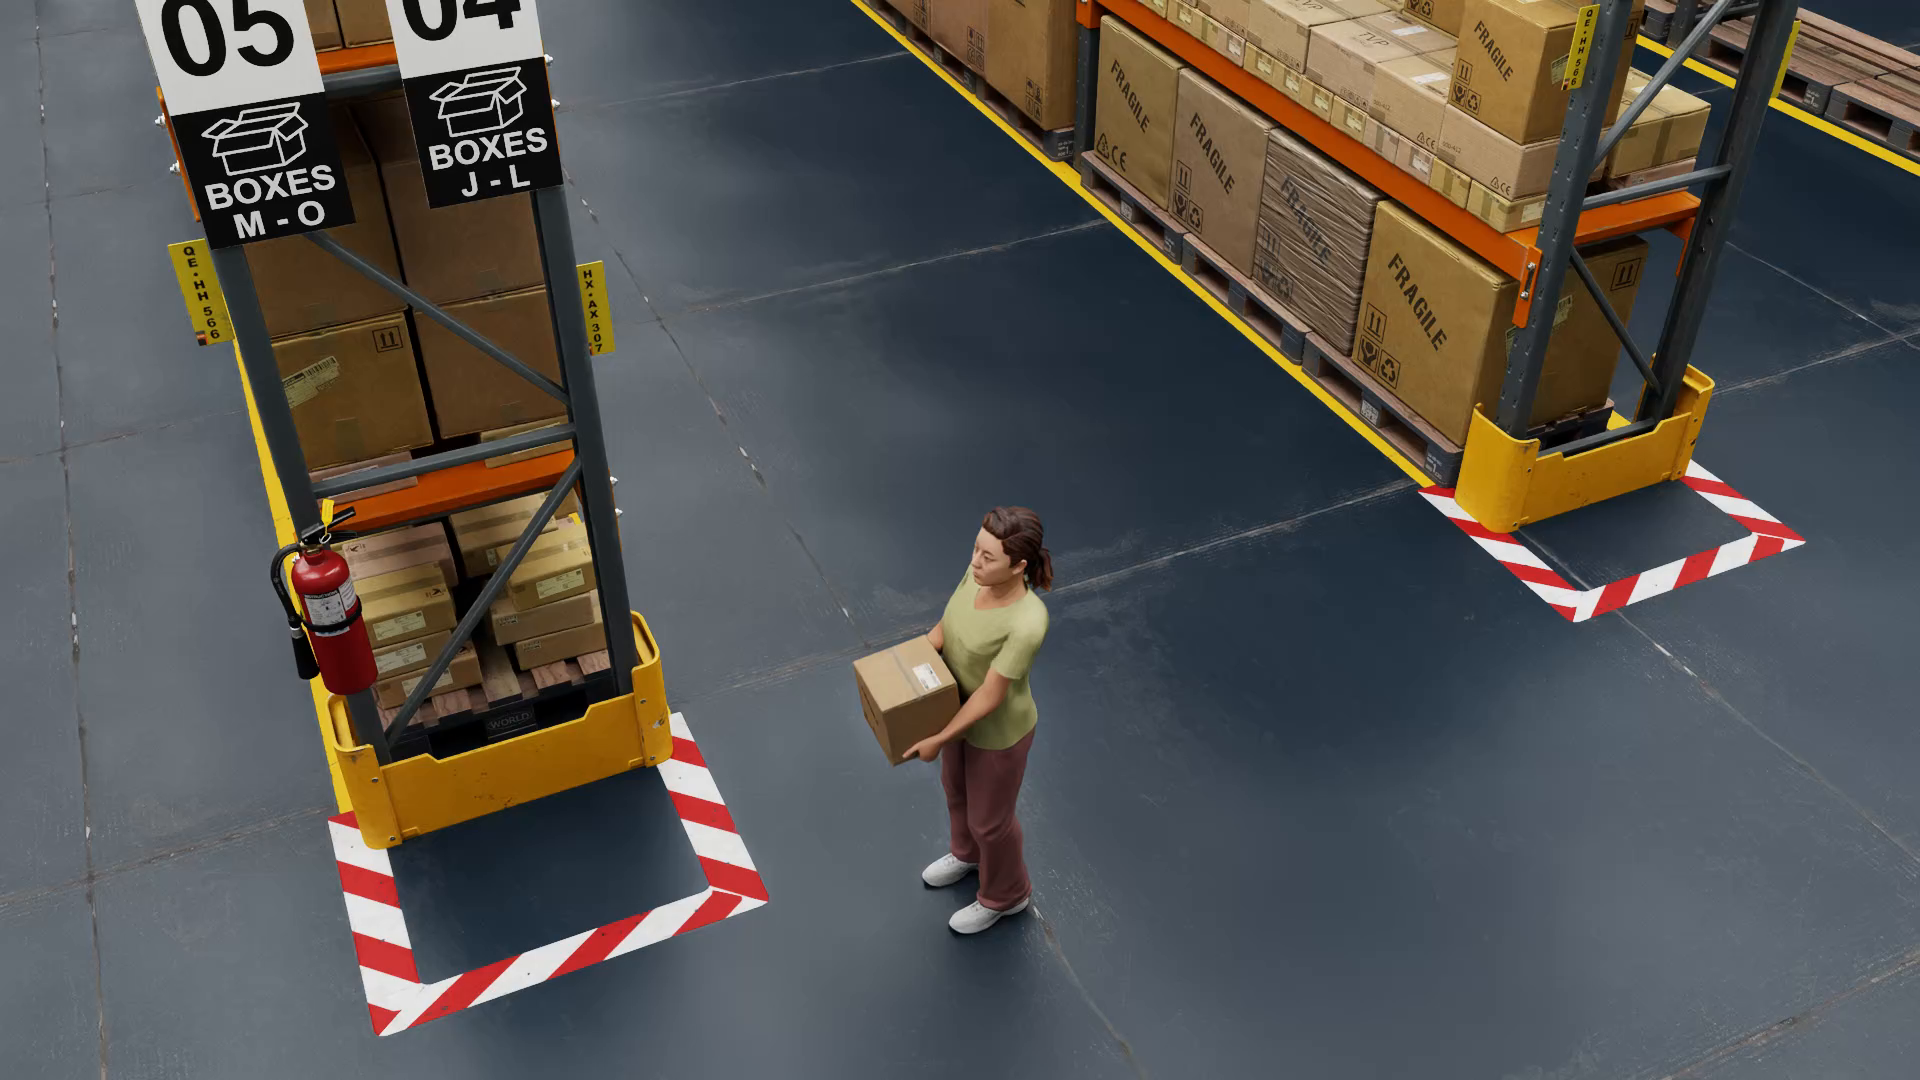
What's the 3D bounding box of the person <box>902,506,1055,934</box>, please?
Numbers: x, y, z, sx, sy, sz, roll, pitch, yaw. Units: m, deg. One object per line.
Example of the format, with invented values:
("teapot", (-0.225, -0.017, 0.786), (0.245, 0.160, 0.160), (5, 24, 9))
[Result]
("person", (0.018, 0.611, 5.379), (0.540, 1.645, 0.425), (-15, 40, -18))
